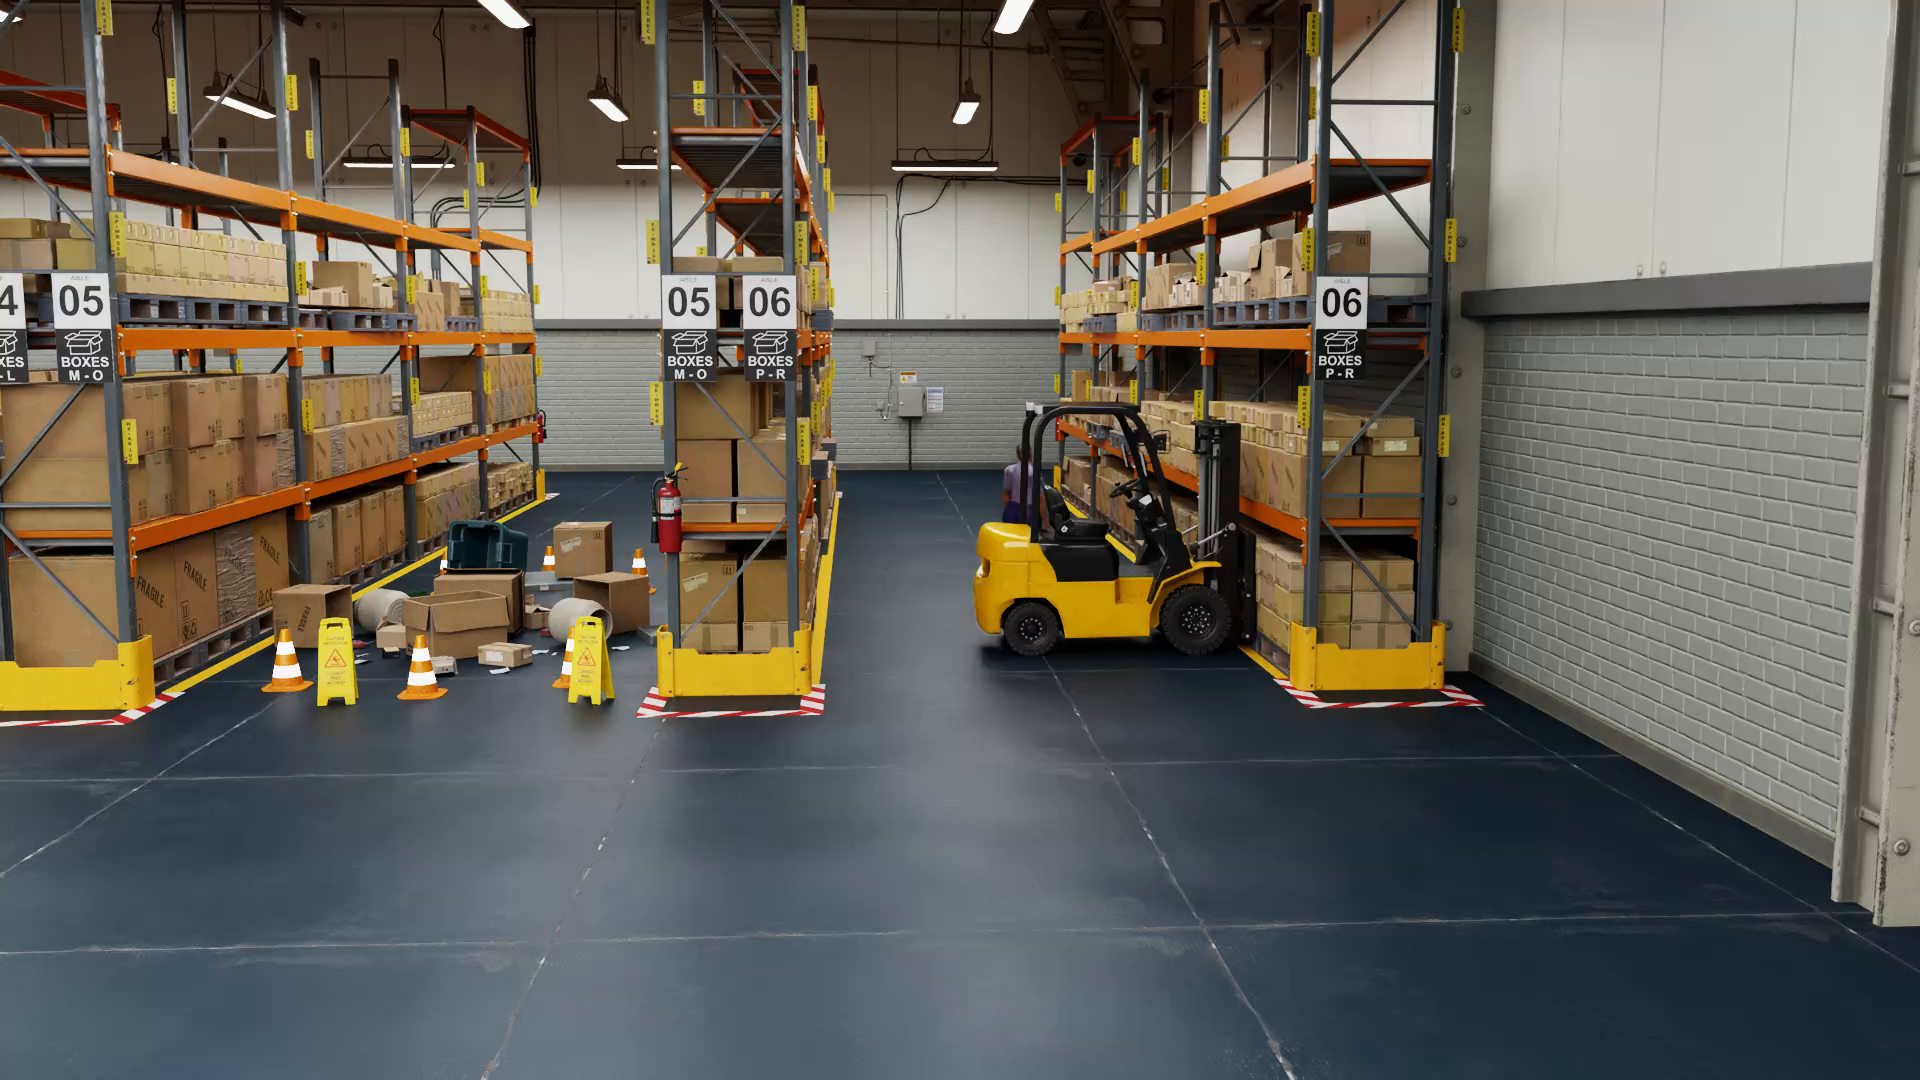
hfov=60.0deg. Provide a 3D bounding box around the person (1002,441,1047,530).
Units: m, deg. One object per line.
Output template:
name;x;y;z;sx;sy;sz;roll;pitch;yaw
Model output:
person;0.671;-0.148;17.217;0.592;1.570;0.372;5;9;37
